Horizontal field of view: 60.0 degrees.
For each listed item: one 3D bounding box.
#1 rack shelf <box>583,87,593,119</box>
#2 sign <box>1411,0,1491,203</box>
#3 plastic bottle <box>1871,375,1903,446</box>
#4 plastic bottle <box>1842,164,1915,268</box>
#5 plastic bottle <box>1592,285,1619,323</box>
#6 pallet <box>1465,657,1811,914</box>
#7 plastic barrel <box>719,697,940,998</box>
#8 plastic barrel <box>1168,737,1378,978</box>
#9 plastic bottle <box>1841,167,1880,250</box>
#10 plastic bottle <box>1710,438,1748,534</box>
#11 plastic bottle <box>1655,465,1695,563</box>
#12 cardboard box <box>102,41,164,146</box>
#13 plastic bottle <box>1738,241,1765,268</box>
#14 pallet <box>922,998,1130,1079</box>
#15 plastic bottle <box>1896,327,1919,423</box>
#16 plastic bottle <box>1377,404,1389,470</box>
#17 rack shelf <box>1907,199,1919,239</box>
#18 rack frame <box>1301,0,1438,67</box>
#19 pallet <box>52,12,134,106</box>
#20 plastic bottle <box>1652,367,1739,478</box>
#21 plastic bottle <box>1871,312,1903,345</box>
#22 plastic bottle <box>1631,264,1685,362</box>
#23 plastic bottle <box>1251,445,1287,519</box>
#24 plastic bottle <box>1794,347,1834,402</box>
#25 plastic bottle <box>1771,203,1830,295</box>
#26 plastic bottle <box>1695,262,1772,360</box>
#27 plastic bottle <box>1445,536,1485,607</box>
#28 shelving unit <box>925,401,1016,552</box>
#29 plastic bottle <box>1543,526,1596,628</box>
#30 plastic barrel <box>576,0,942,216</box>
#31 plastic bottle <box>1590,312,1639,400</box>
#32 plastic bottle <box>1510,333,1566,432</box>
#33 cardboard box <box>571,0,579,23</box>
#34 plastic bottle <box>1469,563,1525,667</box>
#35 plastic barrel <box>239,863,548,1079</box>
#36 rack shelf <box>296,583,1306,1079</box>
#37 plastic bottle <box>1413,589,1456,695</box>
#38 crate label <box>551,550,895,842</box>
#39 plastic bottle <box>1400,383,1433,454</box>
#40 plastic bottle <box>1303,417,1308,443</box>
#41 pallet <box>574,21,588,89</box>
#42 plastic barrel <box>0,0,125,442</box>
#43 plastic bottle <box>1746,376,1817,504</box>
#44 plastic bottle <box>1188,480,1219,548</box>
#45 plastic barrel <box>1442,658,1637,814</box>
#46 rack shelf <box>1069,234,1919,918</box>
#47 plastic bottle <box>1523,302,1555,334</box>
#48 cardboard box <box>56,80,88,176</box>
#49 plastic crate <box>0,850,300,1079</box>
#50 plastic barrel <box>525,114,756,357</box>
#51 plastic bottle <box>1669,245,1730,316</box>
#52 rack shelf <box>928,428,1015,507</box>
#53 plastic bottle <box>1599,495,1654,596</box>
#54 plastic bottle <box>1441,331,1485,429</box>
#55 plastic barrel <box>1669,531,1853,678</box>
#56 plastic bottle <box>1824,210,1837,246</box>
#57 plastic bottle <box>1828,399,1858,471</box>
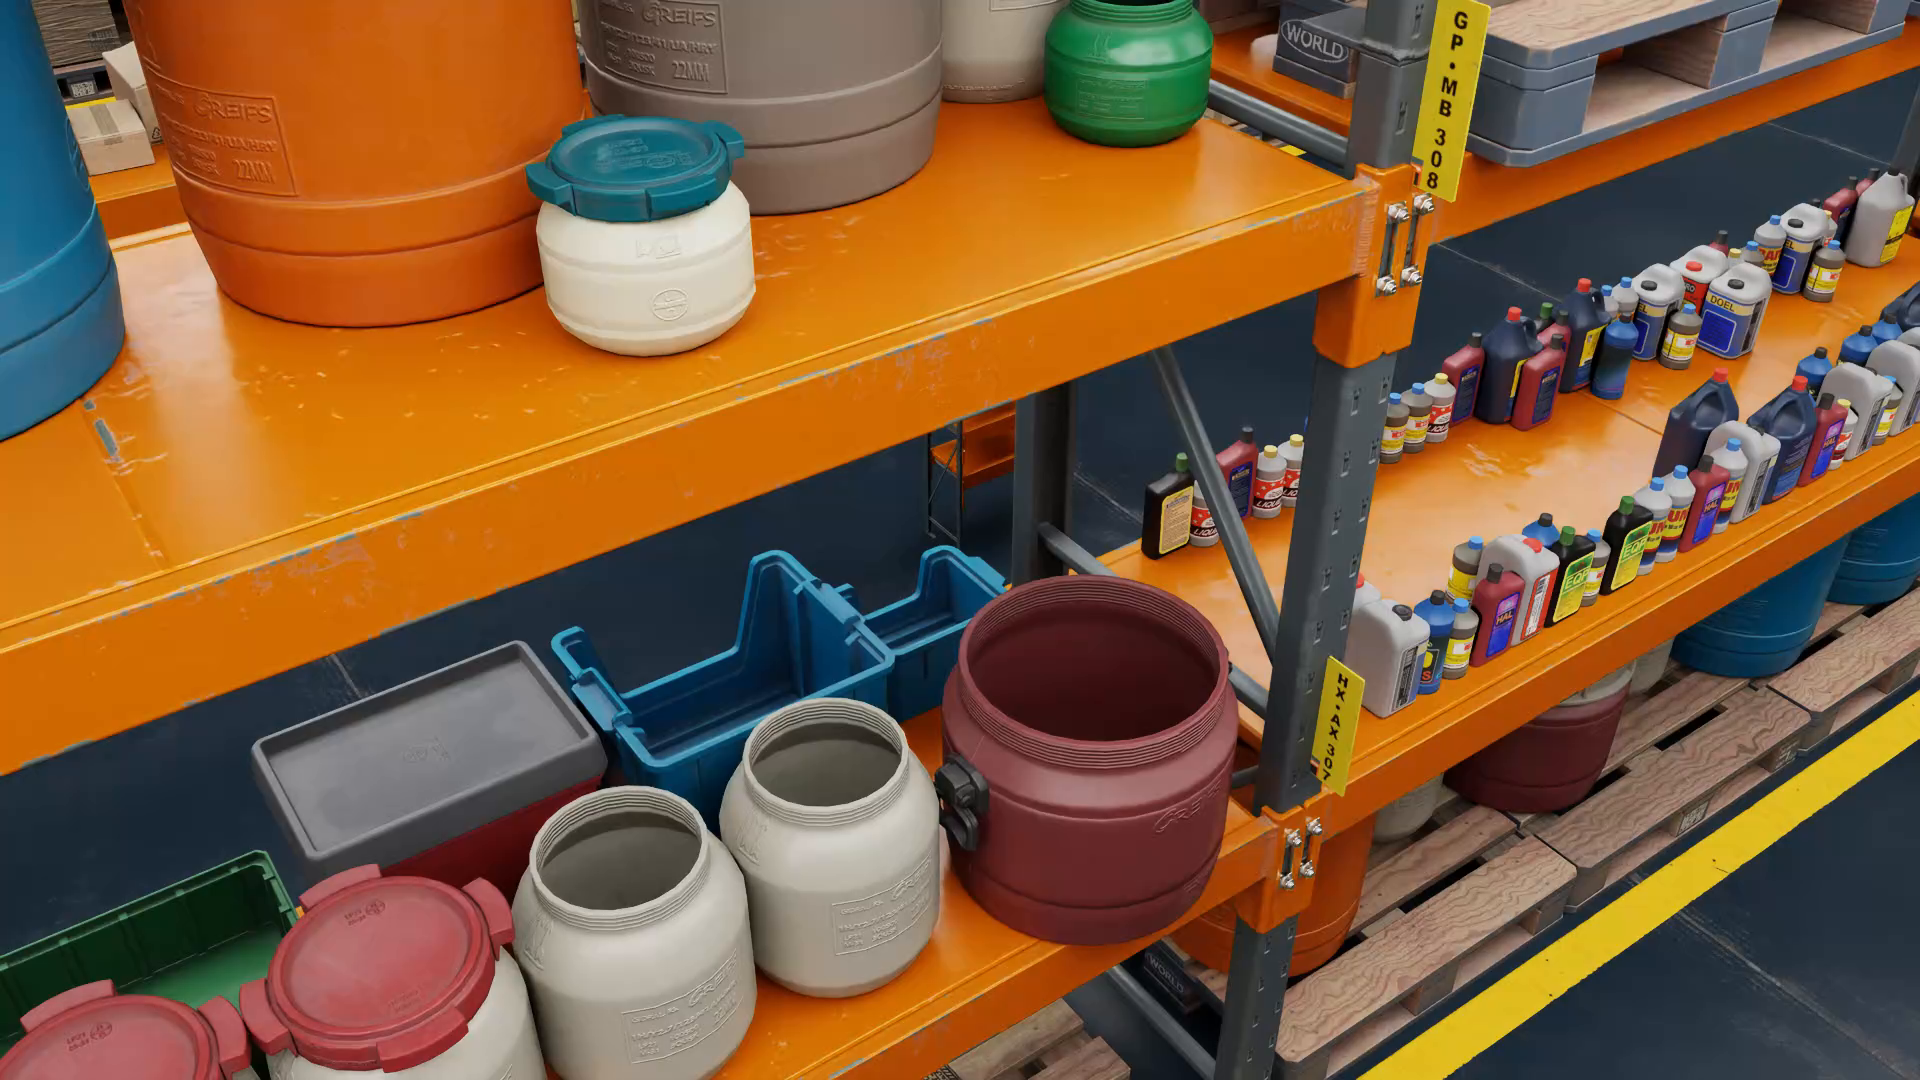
[{"bbox_3d":[-0.748,-2.546,8.337,4.000,0.370,1.077,-22,41,-28],"label":"rack shelf"},{"bbox_3d":[0.790,-0.715,2.696,0.005,0.325,0.100,-22,41,-28],"label":"sign"},{"bbox_3d":[2.702,-0.388,4.891,0.097,0.201,0.097,0,36,0],"label":"plastic bottle"},{"bbox_3d":[3.230,-1.148,5.819,0.185,0.351,0.144,-22,41,-28],"label":"plastic bottle"},{"bbox_3d":[2.003,-0.671,5.224,0.097,0.271,0.097,0,36,0],"label":"plastic bottle"},{"bbox_3d":[2.085,0.639,5.681,1.213,0.211,1.003,-22,41,-28],"label":"pallet"},{"bbox_3d":[-0.250,0.603,3.247,0.421,0.512,0.421,0,36,0],"label":"plastic barrel"},{"bbox_3d":[0.858,0.738,4.654,0.708,0.830,0.600,-22,41,-28],"label":"plastic barrel"},{"bbox_3d":[3.192,-1.178,5.919,0.133,0.283,0.061,-22,41,-28],"label":"plastic bottle"},{"bbox_3d":[2.062,-0.153,4.504,0.097,0.271,0.097,0,36,0],"label":"plastic bottle"},{"bbox_3d":[1.874,-0.076,4.397,0.097,0.271,0.097,0,36,0],"label":"plastic bottle"},{"bbox_3d":[-3.225,-1.921,6.928,0.500,0.311,0.500,-23,42,-28],"label":"cardboard box"},{"bbox_3d":[2.650,-0.909,5.615,0.097,0.201,0.097,0,36,0],"label":"plastic bottle"},{"bbox_3d":[-0.188,1.574,4.380,1.213,0.211,1.003,-22,41,-28],"label":"pallet"},{"bbox_3d":[2.891,-0.516,5.004,0.135,0.276,0.152,-22,41,-28],"label":"plastic bottle"},{"bbox_3d":[1.164,-0.326,4.745,0.097,0.271,0.097,0,36,0],"label":"plastic bottle"},{"bbox_3d":[5.372,-1.526,6.919,4.000,0.370,1.077,-22,41,-28],"label":"rack shelf"},{"bbox_3d":[0.468,-2.235,2.151,0.127,3.000,1.000,-22,41,-28],"label":"rack frame"},{"bbox_3d":[-5.879,-3.134,10.927,1.213,0.211,1.003,-22,41,-28],"label":"pallet"},{"bbox_3d":[2.076,-0.317,4.664,0.185,0.351,0.144,-22,41,-28],"label":"plastic bottle"},{"bbox_3d":[2.803,-0.567,5.080,0.097,0.271,0.097,0,36,0],"label":"plastic bottle"},{"bbox_3d":[2.193,-0.732,5.305,0.135,0.276,0.152,-22,41,-28],"label":"plastic bottle"},{"bbox_3d":[0.846,-0.167,4.583,0.097,0.201,0.097,0,36,0],"label":"plastic bottle"},{"bbox_3d":[2.504,-0.444,4.908,0.097,0.271,0.097,0,36,0],"label":"plastic bottle"},{"bbox_3d":[2.840,-0.998,5.675,0.135,0.276,0.152,-22,41,-28],"label":"plastic bottle"},{"bbox_3d":[2.470,-0.737,5.312,0.135,0.276,0.152,-22,41,-28],"label":"plastic bottle"},{"bbox_3d":[1.299,0.081,4.239,0.097,0.201,0.097,0,36,0],"label":"plastic bottle"},{"bbox_3d":[0.135,-0.543,6.477,0.503,1.200,0.258,-22,41,-28],"label":"shelving unit"},{"bbox_3d":[1.522,0.077,4.174,0.133,0.283,0.061,-22,41,-28],"label":"plastic bottle"},{"bbox_3d":[-0.329,-1.049,2.641,0.600,0.901,0.600,0,36,0],"label":"plastic barrel"},{"bbox_3d":[2.006,-0.570,5.083,0.097,0.271,0.097,0,36,0],"label":"plastic bottle"},{"bbox_3d":[1.721,-0.470,4.935,0.133,0.283,0.061,-22,41,-28],"label":"plastic bottle"},{"bbox_3d":[-1.933,-2.642,7.409,0.700,0.500,0.500,23,41,28],"label":"cardboard box"},{"bbox_3d":[1.303,0.167,4.048,0.133,0.283,0.061,-22,41,-28],"label":"plastic bottle"},{"bbox_3d":[-0.940,0.881,2.840,0.433,0.535,0.433,0,36,0],"label":"plastic barrel"},{"bbox_3d":[-1.167,1.165,3.178,4.000,0.370,1.077,-22,41,-28],"label":"rack shelf"},{"bbox_3d":[1.118,0.235,3.964,0.097,0.271,0.097,0,36,0],"label":"plastic bottle"},{"bbox_3d":[-0.500,0.391,3.607,0.616,0.435,0.502,-22,41,-28],"label":"crate label"},{"bbox_3d":[1.324,-0.363,4.856,0.097,0.201,0.097,0,36,0],"label":"plastic bottle"},{"bbox_3d":[1.005,-0.261,4.654,0.097,0.271,0.097,0,36,0],"label":"plastic bottle"},{"bbox_3d":[-1.869,-2.349,7.611,1.003,0.211,1.213,-22,41,-28],"label":"pallet"},{"bbox_3d":[-1.442,-0.590,2.004,0.708,0.901,0.600,-22,41,-28],"label":"plastic barrel"},{"bbox_3d":[2.274,-0.290,4.626,0.185,0.351,0.144,-22,41,-28],"label":"plastic bottle"},{"bbox_3d":[0.657,-0.089,4.475,0.097,0.201,0.097,0,36,0],"label":"plastic bottle"},{"bbox_3d":[1.781,0.456,5.253,0.708,0.588,0.600,-22,41,-28],"label":"plastic barrel"},{"bbox_3d":[2.103,-0.181,5.048,4.000,0.370,1.077,-22,41,-28],"label":"rack shelf"},{"bbox_3d":[1.747,-0.584,5.093,0.133,0.283,0.061,-22,41,-28],"label":"plastic bottle"},{"bbox_3d":[-3.745,-1.634,6.367,0.500,0.500,0.500,-25,42,-30],"label":"cardboard box"},{"bbox_3d":[-1.541,0.911,3.096,0.662,0.188,0.450,-22,41,-28],"label":"plastic crate"},{"bbox_3d":[-0.437,-0.422,2.318,0.301,0.262,0.301,0,36,0],"label":"plastic barrel"},{"bbox_3d":[2.383,-0.810,5.413,0.135,0.276,0.152,-22,41,-28],"label":"plastic bottle"},{"bbox_3d":[0.135,-0.327,6.632,0.480,0.148,0.258,-22,41,-28],"label":"rack shelf"},{"bbox_3d":[1.710,0.000,4.281,0.133,0.283,0.061,-22,41,-28],"label":"plastic bottle"},{"bbox_3d":[1.487,-0.477,4.944,0.133,0.283,0.061,-22,41,-28],"label":"plastic bottle"},{"bbox_3d":[2.704,-0.051,5.689,0.708,0.901,0.600,-22,41,-28],"label":"plastic barrel"},{"bbox_3d":[2.999,-1.053,5.815,0.097,0.201,0.097,0,36,0],"label":"plastic bottle"},{"bbox_3d":[2.512,-0.310,4.782,0.097,0.201,0.097,0,36,0],"label":"plastic bottle"}]
